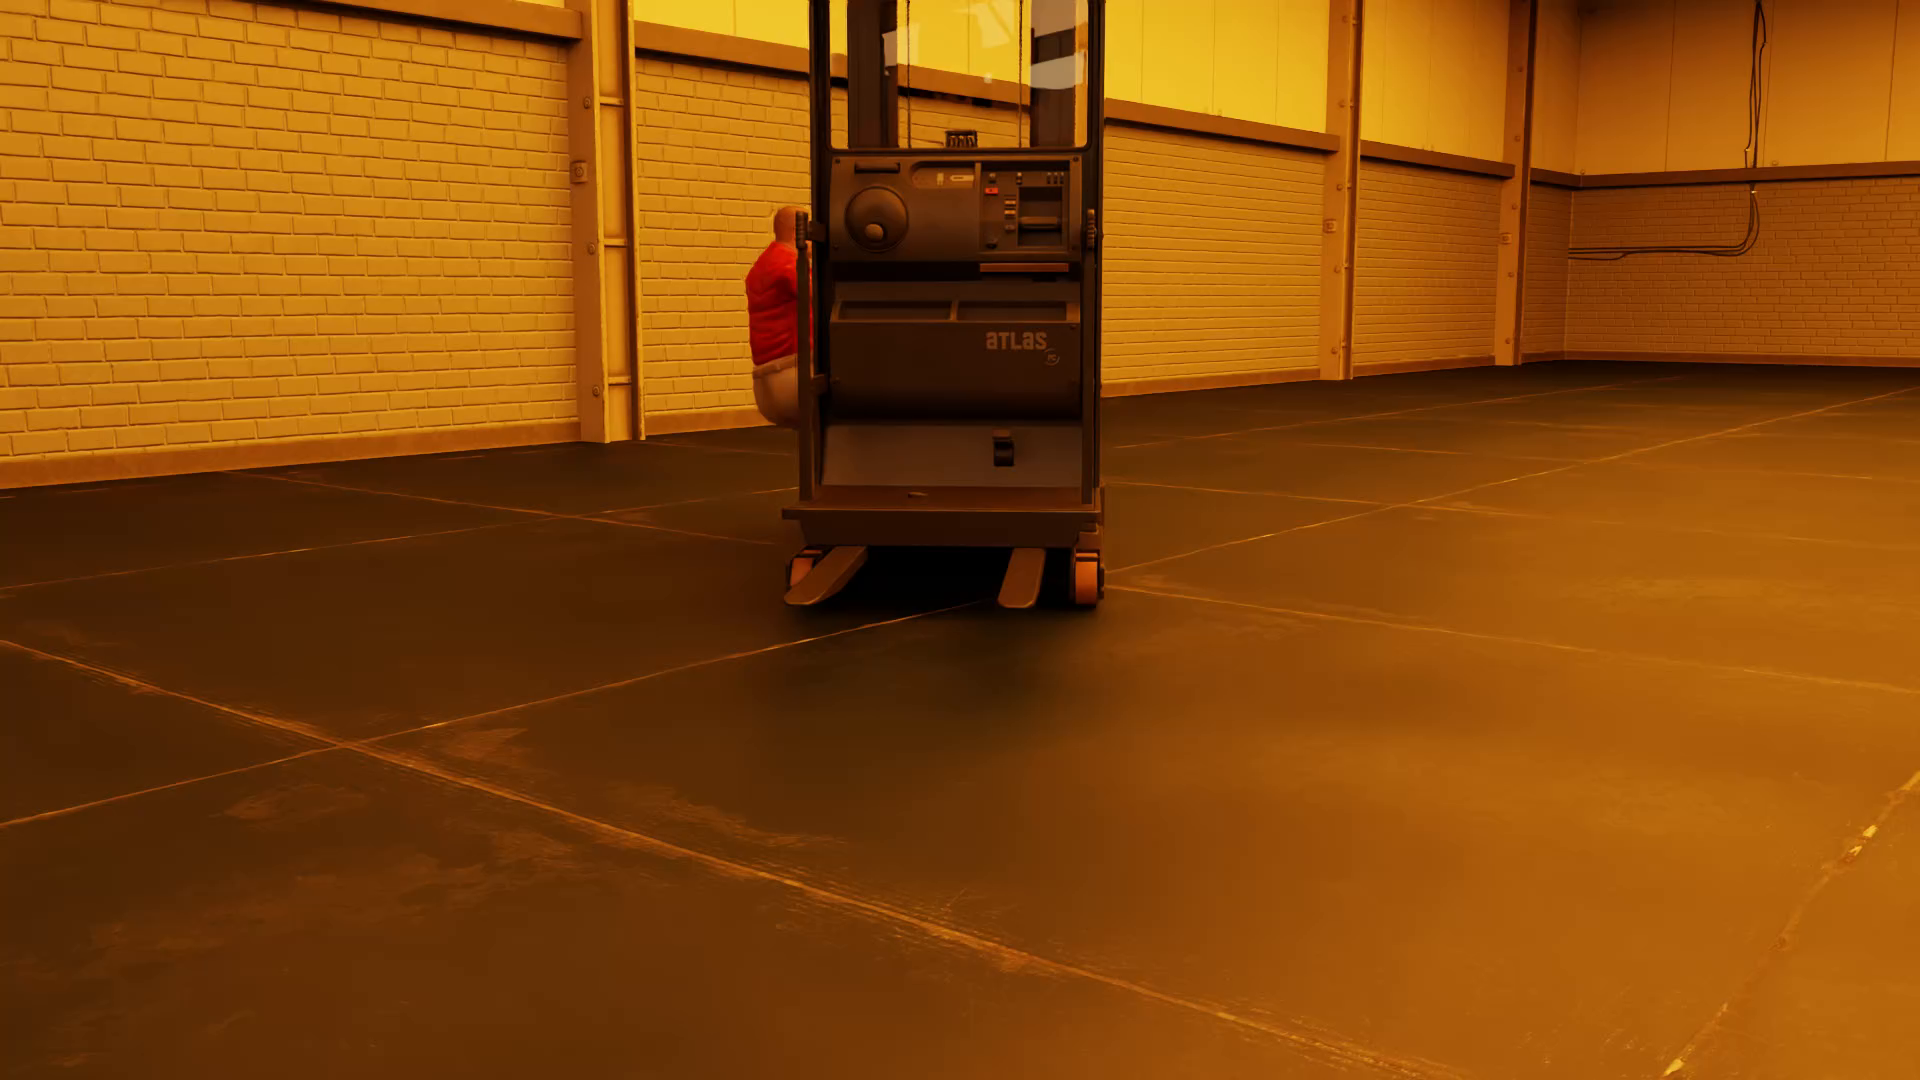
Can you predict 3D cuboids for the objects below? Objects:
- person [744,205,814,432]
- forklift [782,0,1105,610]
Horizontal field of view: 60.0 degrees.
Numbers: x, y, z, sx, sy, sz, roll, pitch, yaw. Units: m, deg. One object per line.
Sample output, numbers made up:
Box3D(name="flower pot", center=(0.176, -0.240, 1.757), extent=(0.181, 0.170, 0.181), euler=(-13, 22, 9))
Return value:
Box3D(name="person", center=(-0.556, -0.768, 7.709), extent=(0.843, 1.531, 0.819), euler=(-6, 10, -34))
Box3D(name="forklift", center=(-0.031, -1.266, 5.931), extent=(1.130, 2.935, 3.031), euler=(1, 8, 5))
